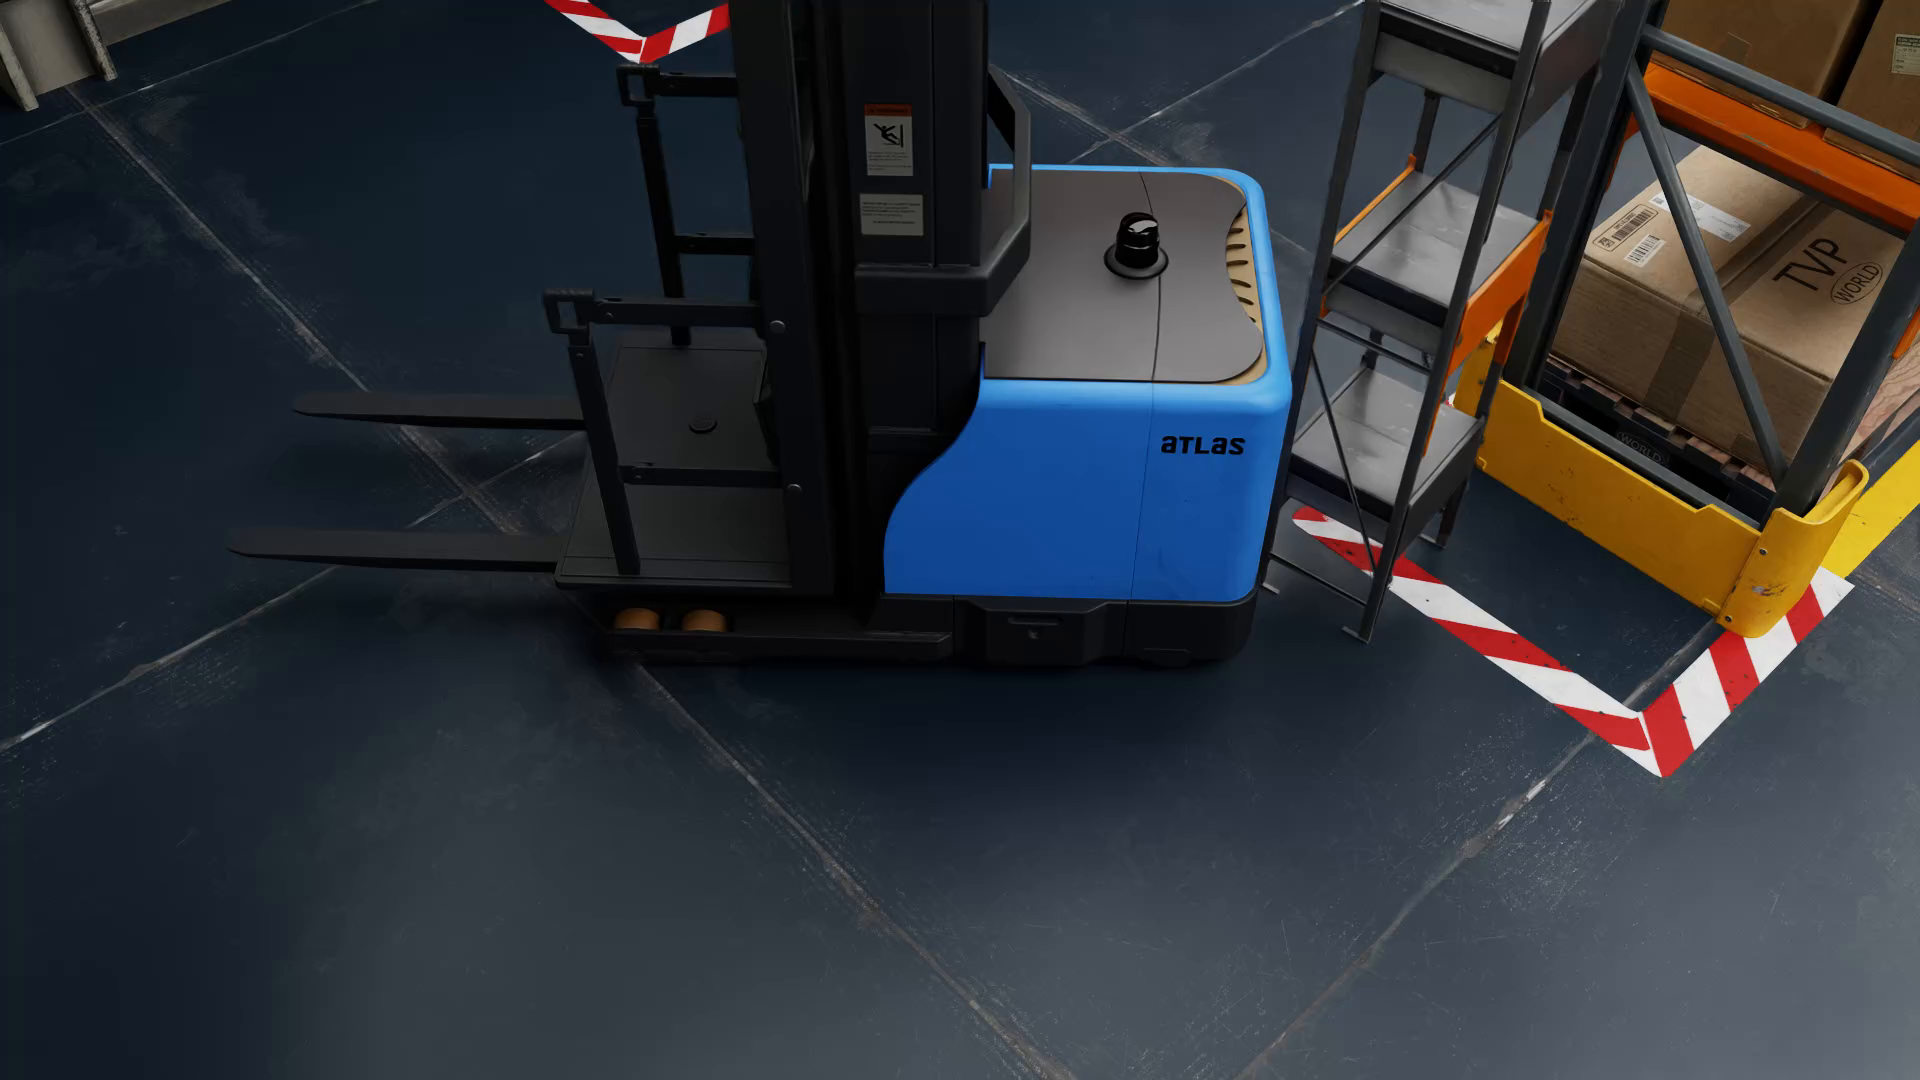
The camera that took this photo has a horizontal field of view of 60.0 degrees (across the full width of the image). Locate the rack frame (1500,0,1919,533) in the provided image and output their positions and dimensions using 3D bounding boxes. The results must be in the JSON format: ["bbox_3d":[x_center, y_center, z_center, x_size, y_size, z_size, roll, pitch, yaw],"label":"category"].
[{"bbox_3d":[2.118,-1.117,4.240,0.127,3.000,1.000,-34,56,-27],"label":"rack frame"}]

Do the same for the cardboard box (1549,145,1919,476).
[{"bbox_3d":[2.539,-0.771,5.378,0.875,0.438,0.875,-36,57,-28],"label":"cardboard box"}]

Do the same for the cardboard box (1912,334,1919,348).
[{"bbox_3d":[3.210,-1.228,5.800,0.875,0.438,0.875,-32,55,-26],"label":"cardboard box"}]

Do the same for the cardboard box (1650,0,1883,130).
[{"bbox_3d":[2.296,-1.533,4.556,0.500,0.500,0.500,-33,56,-27],"label":"cardboard box"}]

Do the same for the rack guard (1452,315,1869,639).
[{"bbox_3d":[2.100,-0.258,5.147,0.348,0.500,1.175,-34,56,-27],"label":"rack guard"}]

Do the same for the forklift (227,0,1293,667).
[{"bbox_3d":[-0.646,-1.020,4.197,3.031,2.935,1.130,2,47,1],"label":"forklift"}]

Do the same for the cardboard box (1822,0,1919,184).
[{"bbox_3d":[2.666,-1.232,4.278,0.500,0.500,0.500,-34,56,-27],"label":"cardboard box"}]

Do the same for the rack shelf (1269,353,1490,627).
[{"bbox_3d":[1.215,-0.150,4.931,0.431,0.518,0.480,30,54,25],"label":"rack shelf"}]

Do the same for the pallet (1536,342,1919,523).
[{"bbox_3d":[2.656,-0.609,5.669,1.213,0.211,1.003,-34,56,-27],"label":"pallet"}]

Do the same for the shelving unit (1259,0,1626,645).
[{"bbox_3d":[1.215,-0.634,4.406,0.431,2.100,0.503,30,54,25],"label":"shelving unit"}]

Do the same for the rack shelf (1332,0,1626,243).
[{"bbox_3d":[1.215,-1.099,3.901,0.431,0.518,0.480,30,54,25],"label":"rack shelf"}]

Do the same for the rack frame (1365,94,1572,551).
[{"bbox_3d":[1.367,-0.774,4.535,0.400,2.100,0.015,30,54,25],"label":"rack frame"}]

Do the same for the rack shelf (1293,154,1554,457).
[{"bbox_3d":[1.215,-0.625,4.416,0.431,0.518,0.480,30,54,25],"label":"rack shelf"}]

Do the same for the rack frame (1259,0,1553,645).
[{"bbox_3d":[1.062,-0.494,4.277,0.400,2.100,0.015,30,54,25],"label":"rack frame"}]

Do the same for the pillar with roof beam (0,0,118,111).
[{"bbox_3d":[-0.930,-2.665,1.586,0.400,9.000,9.100,-34,56,-27],"label":"pillar with roof beam"}]

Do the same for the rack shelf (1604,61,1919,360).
[{"bbox_3d":[3.597,-1.862,5.417,4.000,0.370,1.077,-34,56,-27],"label":"rack shelf"}]
